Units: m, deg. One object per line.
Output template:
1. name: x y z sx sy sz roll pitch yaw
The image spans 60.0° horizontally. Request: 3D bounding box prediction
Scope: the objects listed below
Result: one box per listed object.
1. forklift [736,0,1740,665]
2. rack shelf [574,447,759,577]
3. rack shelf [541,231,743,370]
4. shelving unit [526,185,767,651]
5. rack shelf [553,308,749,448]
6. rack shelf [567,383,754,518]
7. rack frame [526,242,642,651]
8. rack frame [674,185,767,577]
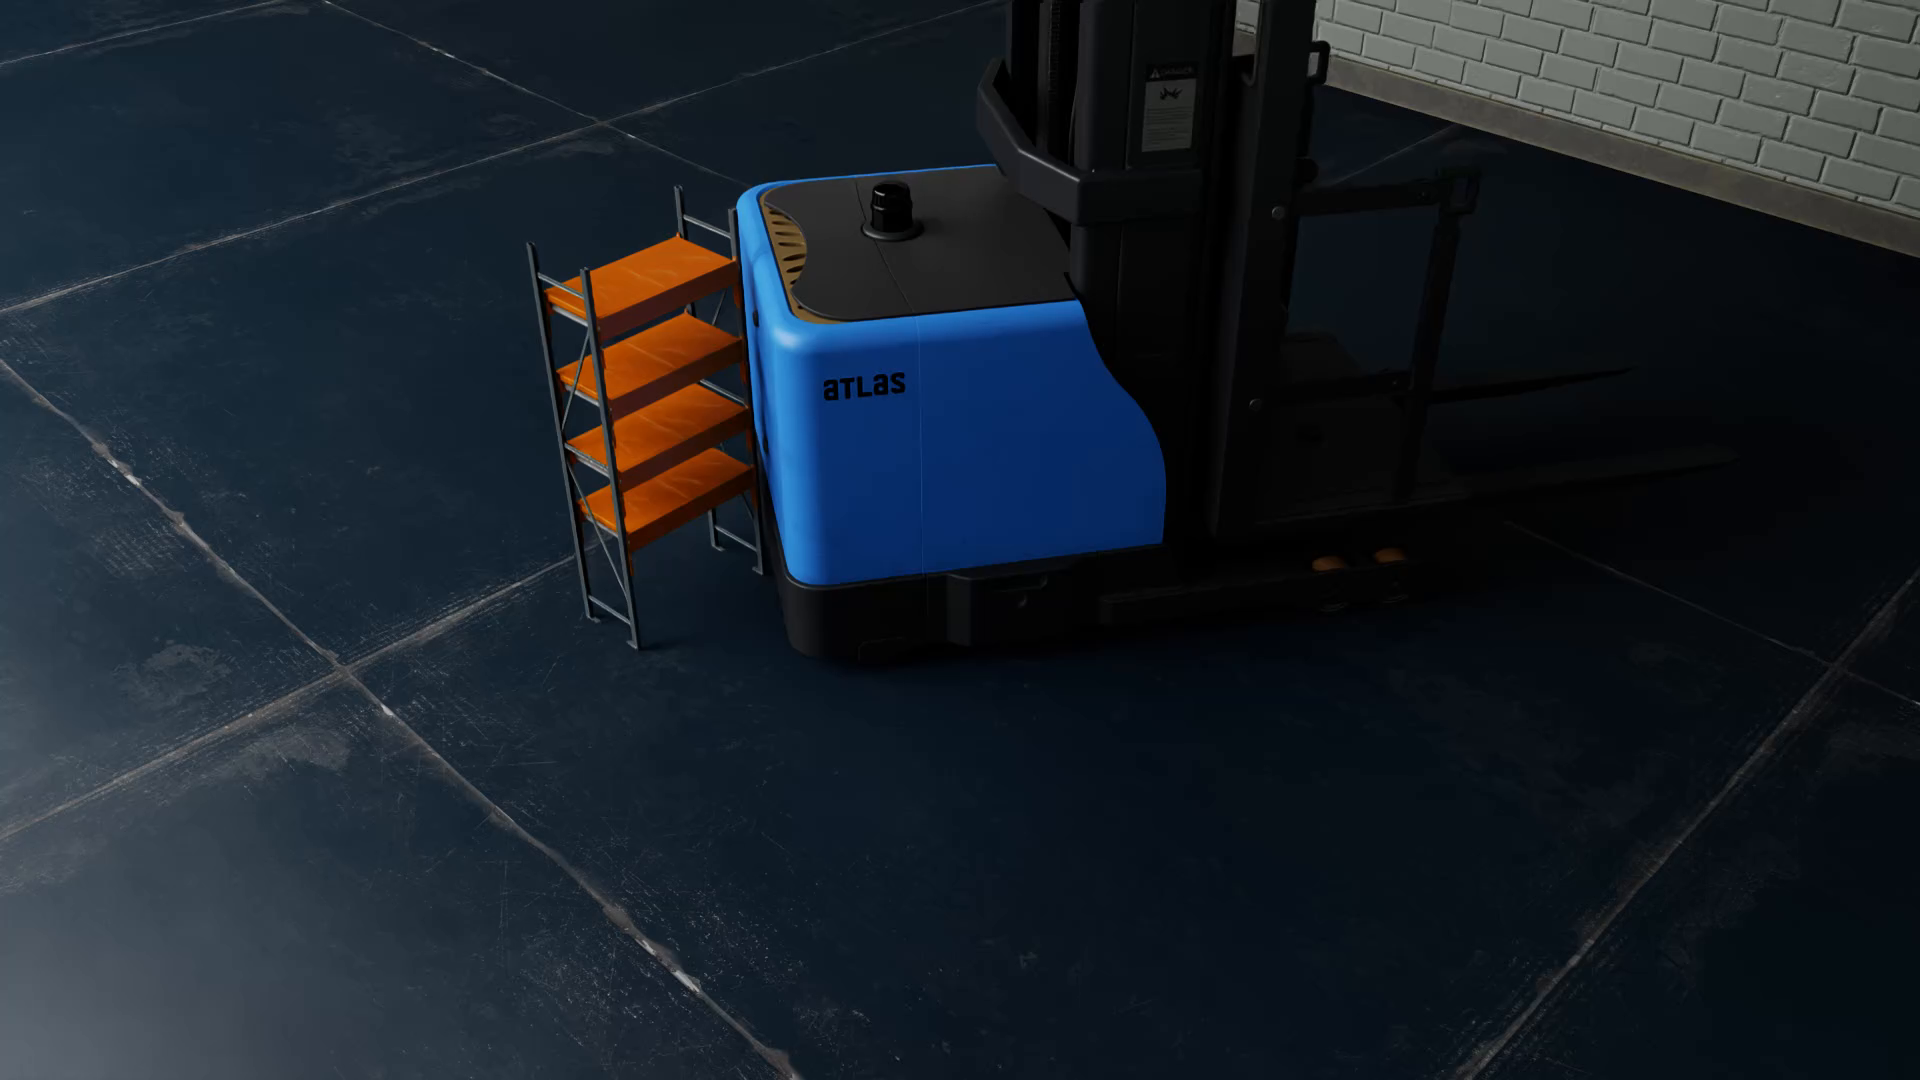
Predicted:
1. forklift: 0.906 -1.278 4.521 3.031 2.935 1.130 -7 36 -10
2. rack shelf: -0.848 -0.107 4.819 0.258 0.148 0.480 27 43 33
3. rack shelf: -0.848 -0.647 4.442 0.258 0.148 0.480 27 43 33
4. shelving unit: -0.848 -0.325 4.667 0.258 1.200 0.503 27 43 33
5. rack shelf: -0.848 -0.453 4.577 0.258 0.148 0.480 27 43 33
6. rack shelf: -0.848 -0.270 4.705 0.258 0.148 0.480 27 43 33
7. rack frame: -1.011 -0.221 4.518 0.240 1.200 0.015 27 43 33
8. rack frame: -0.686 -0.429 4.816 0.240 1.200 0.015 27 43 33
